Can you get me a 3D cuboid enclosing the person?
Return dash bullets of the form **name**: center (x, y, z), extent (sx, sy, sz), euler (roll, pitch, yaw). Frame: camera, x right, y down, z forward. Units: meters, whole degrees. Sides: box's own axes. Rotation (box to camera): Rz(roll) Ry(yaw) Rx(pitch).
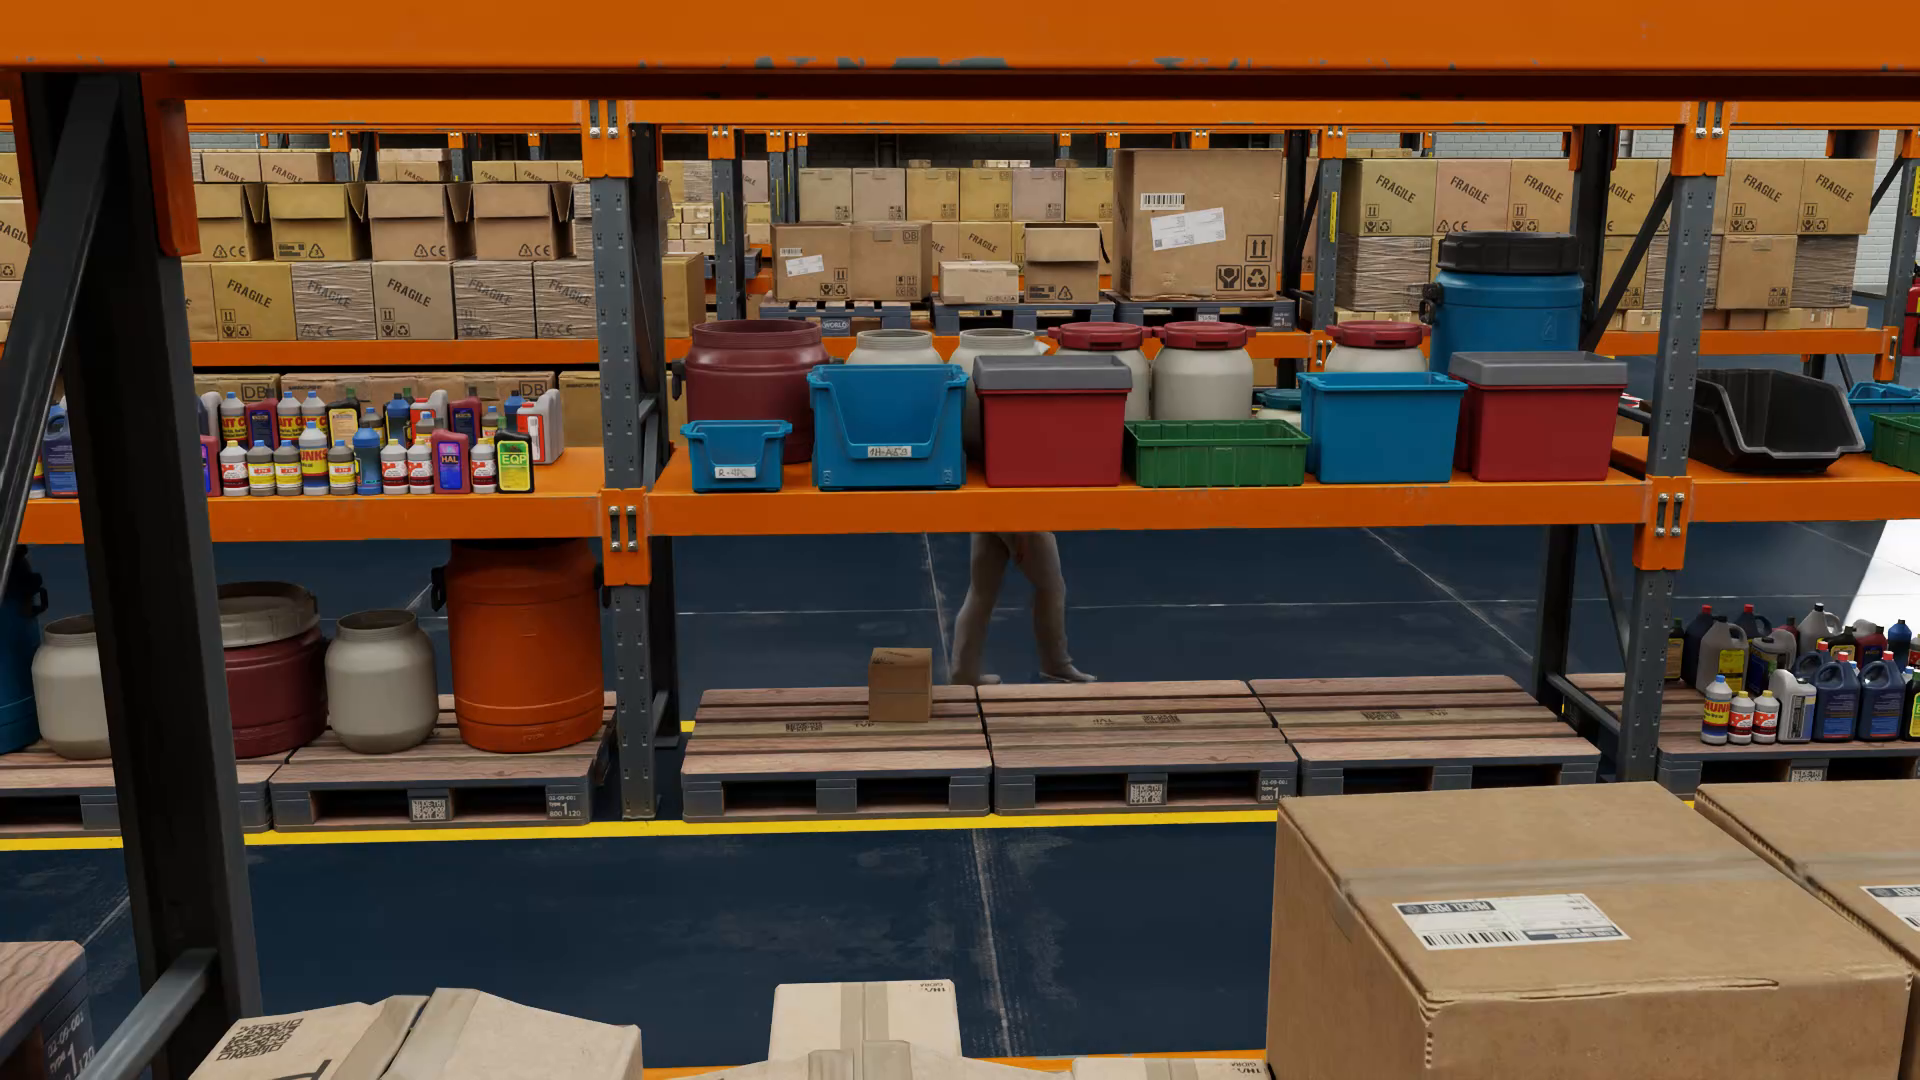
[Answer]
- **person**: center (0.256, -0.088, 7.857), extent (0.754, 1.687, 0.476), euler (-11, 17, -38)
